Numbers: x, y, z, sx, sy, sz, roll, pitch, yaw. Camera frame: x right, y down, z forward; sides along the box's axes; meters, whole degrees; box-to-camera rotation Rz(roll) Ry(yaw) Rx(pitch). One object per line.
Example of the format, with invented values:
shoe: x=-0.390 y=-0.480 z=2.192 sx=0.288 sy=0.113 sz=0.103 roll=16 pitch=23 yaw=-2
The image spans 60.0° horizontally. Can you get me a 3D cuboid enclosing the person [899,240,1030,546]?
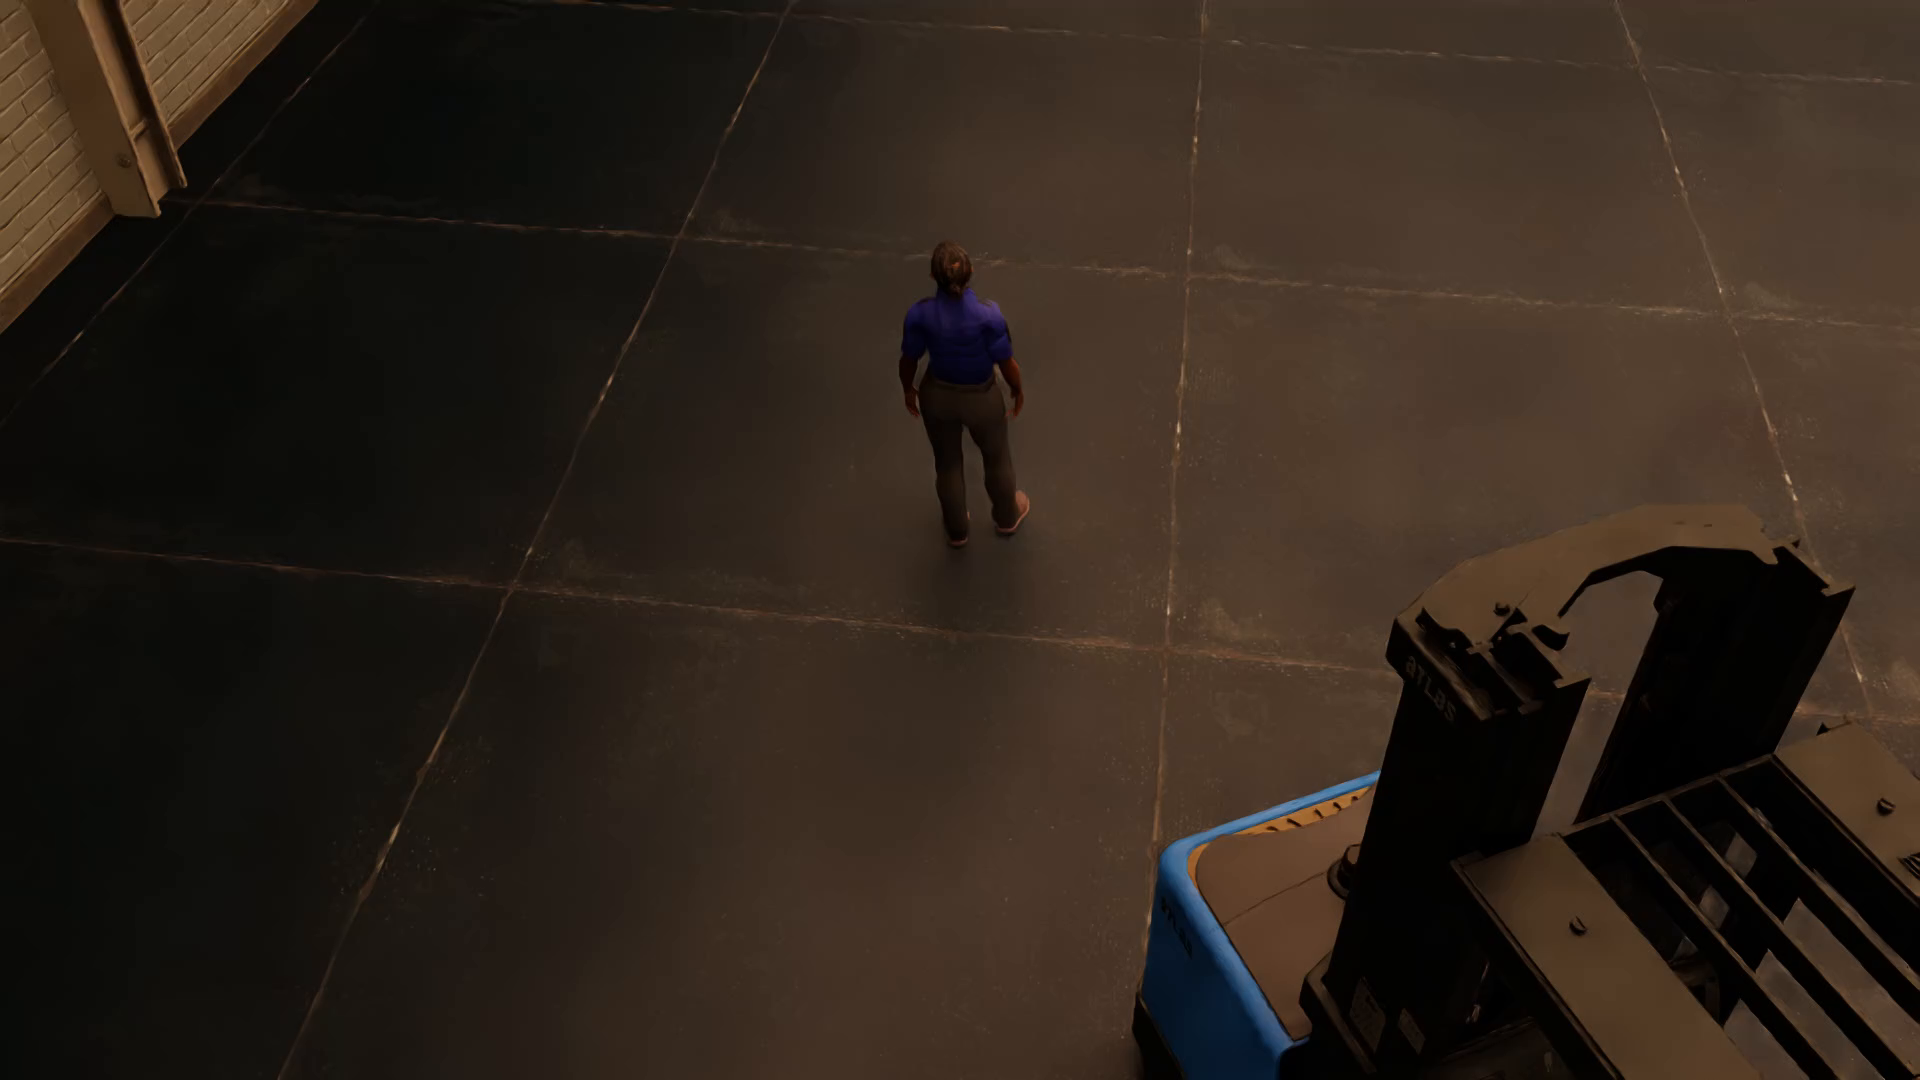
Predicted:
person: x=0.031 y=-0.671 z=7.389 sx=0.570 sy=1.654 sz=0.503 roll=5 pitch=43 yaw=6

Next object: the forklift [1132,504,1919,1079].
forklift: x=1.639 y=1.480 z=4.113 sx=1.130 sy=2.935 sz=3.031 roll=-16 pitch=45 yaw=-16
